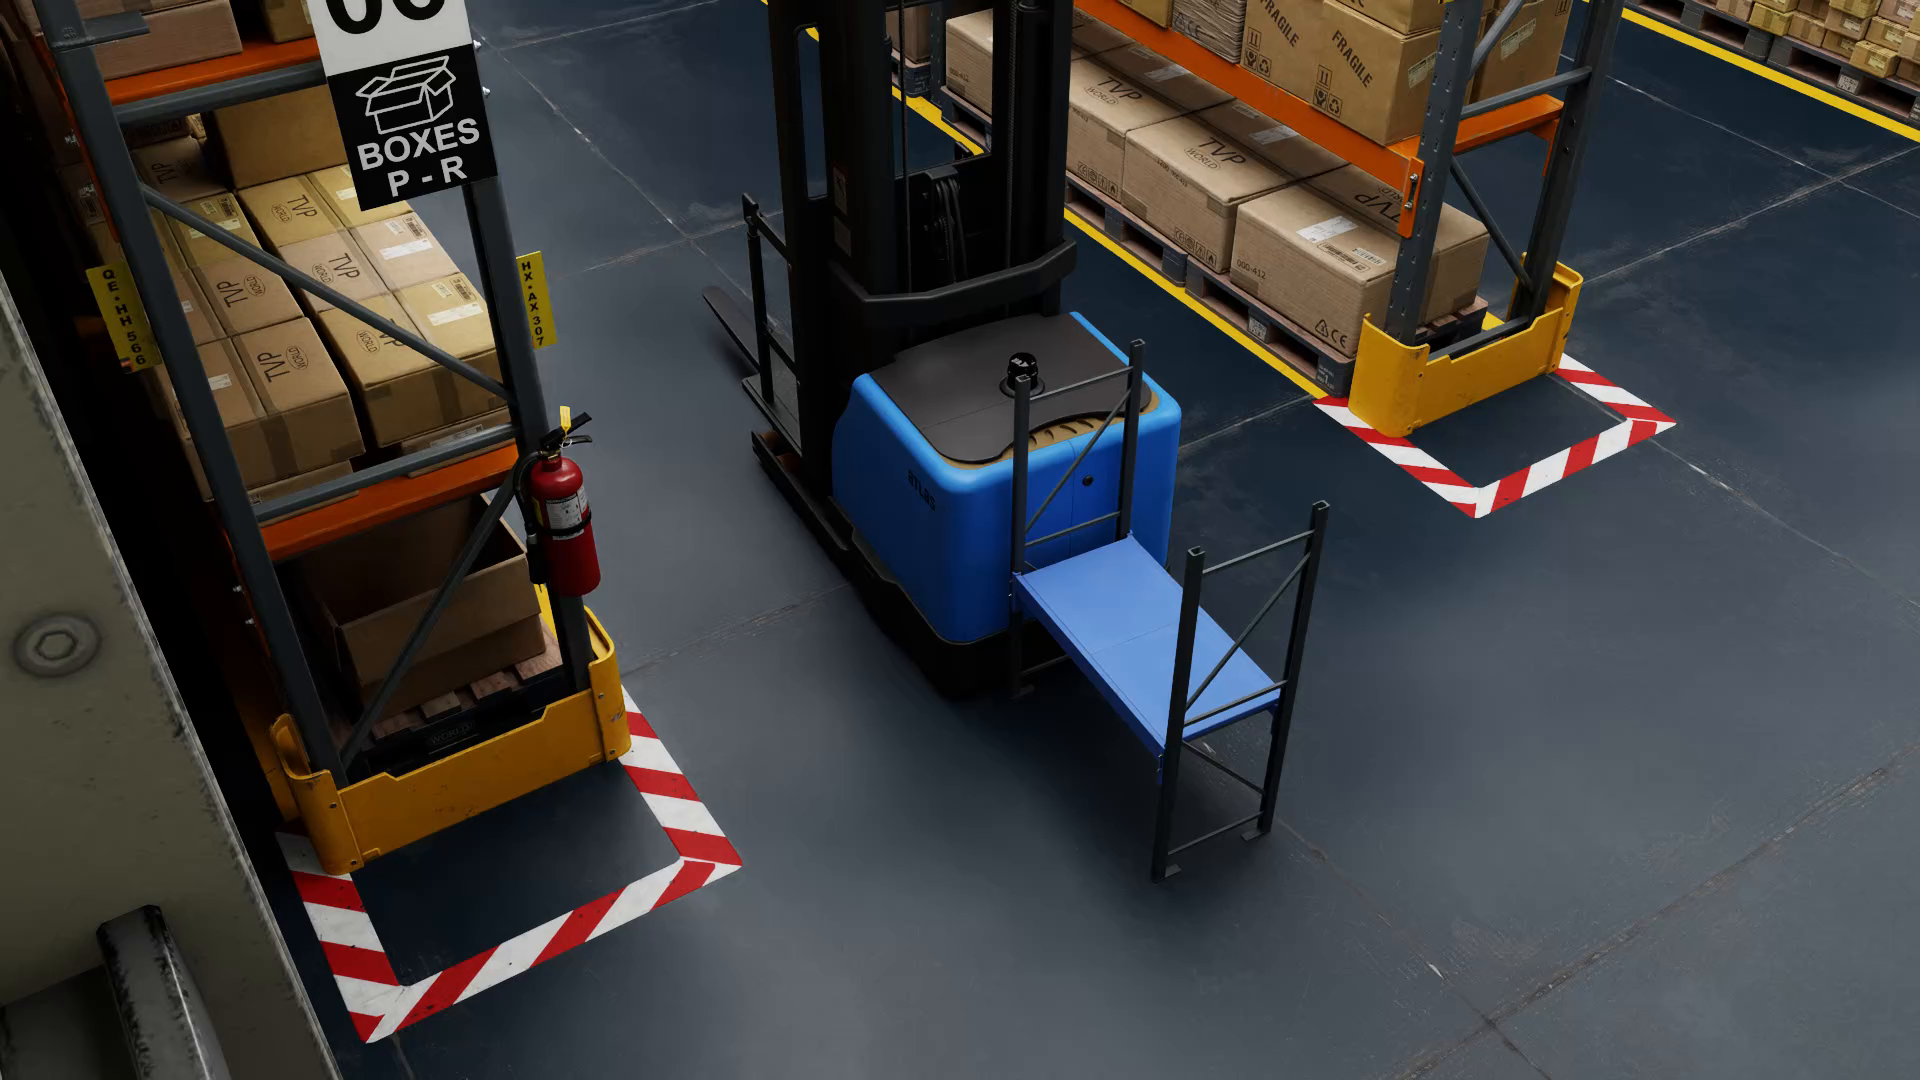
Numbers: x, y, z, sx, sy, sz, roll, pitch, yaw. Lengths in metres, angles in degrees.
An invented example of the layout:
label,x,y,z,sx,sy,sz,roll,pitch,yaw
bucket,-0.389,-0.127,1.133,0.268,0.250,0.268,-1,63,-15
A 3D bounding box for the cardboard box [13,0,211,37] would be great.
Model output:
label,x,y,z,sx,sy,sz,roll,pitch,yaw
cardboard box,-2.236,-1.566,4.328,0.500,0.250,0.500,-23,45,-25

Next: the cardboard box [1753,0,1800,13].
label,x,y,z,sx,sy,sz,roll,pitch,yaw
cardboard box,5.441,-3.602,10.896,0.380,0.149,0.250,-22,44,-24

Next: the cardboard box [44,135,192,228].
label,x,y,z,sx,sy,sz,roll,pitch,yaw
cardboard box,-3.328,-1.519,6.614,0.500,0.250,0.500,-21,44,-23

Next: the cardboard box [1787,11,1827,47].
label,x,y,z,sx,sy,sz,roll,pitch,yaw
cardboard box,5.640,-3.363,10.842,0.380,0.149,0.250,-22,44,-24

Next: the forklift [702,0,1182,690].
label,x,y,z,sx,sy,sz,roll,pitch,yaw
forklift,-0.297,-1.479,6.735,1.130,2.935,3.031,-19,43,-21

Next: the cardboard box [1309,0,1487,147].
label,x,y,z,sx,sy,sz,roll,pitch,yaw
cardboard box,1.934,-2.129,7.384,0.500,0.500,0.500,-22,45,-24

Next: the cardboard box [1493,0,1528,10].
label,x,y,z,sx,sy,sz,roll,pitch,yaw
cardboard box,2.398,-2.701,7.289,0.500,0.500,0.500,-23,45,-25

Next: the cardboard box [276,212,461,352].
label,x,y,z,sx,sy,sz,roll,pitch,yaw
cardboard box,-2.055,-0.877,5.844,0.500,0.250,0.500,-22,44,-24

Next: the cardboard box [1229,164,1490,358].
label,x,y,z,sx,sy,sz,roll,pitch,yaw
cardboard box,1.977,-1.420,8.285,0.875,0.438,0.875,-24,45,-26

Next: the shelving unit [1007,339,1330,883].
label,x,y,z,sx,sy,sz,roll,pitch,yaw
shelving unit,0.652,0.252,5.775,0.538,1.500,1.048,-19,43,-21

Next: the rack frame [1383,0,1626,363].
label,x,y,z,sx,sy,sz,roll,pitch,yaw
rack frame,2.416,-1.922,7.213,1.000,3.000,0.127,-22,45,-24

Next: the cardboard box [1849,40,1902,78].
label,x,y,z,sx,sy,sz,roll,pitch,yaw
cardboard box,5.853,-3.062,10.481,0.380,0.149,0.250,-21,44,-23

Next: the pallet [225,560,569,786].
label,x,y,z,sx,sy,sz,roll,pitch,yaw
pallet,-2.237,0.389,6.618,1.003,0.211,1.213,-22,45,-24

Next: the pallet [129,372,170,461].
label,x,y,z,sx,sy,sz,roll,pitch,yaw
pallet,-3.549,-0.928,8.198,1.003,0.211,1.213,-22,45,-24

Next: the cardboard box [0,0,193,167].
label,x,y,z,sx,sy,sz,roll,pitch,yaw
cardboard box,-3.341,-1.819,6.389,0.500,0.500,0.500,-23,45,-26

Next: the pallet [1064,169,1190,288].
label,x,y,z,sx,sy,sz,roll,pitch,yaw
pallet,1.268,-1.913,9.381,1.003,0.211,1.213,-22,45,-24

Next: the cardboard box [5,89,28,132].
label,x,y,z,sx,sy,sz,roll,pitch,yaw
cardboard box,-4.803,-2.317,8.805,0.380,0.149,0.250,-24,46,-26

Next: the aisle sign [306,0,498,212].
label,x,y,z,sx,sy,sz,roll,pitch,yaw
aisle sign,-1.483,-1.274,4.405,0.394,0.787,0.004,-22,45,-24

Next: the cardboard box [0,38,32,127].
label,x,y,z,sx,sy,sz,roll,pitch,yaw
cardboard box,-3.879,-2.066,7.271,0.500,0.250,0.500,-23,45,-25

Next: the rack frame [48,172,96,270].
label,x,y,z,sx,sy,sz,roll,pitch,yaw
rack frame,-3.918,-2.370,7.751,1.000,3.000,0.127,-22,45,-24

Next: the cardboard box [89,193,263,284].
label,x,y,z,sx,sy,sz,roll,pitch,yaw
cardboard box,-2.777,-0.972,5.958,0.500,0.250,0.500,-21,44,-23

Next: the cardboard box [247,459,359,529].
label,x,y,z,sx,sy,sz,roll,pitch,yaw
cardboard box,-2.171,-0.201,5.344,0.380,0.149,0.250,-23,45,-25

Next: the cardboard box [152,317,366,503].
label,x,y,z,sx,sy,sz,roll,pitch,yaw
cardboard box,-2.238,-0.425,5.301,0.500,0.250,0.500,-21,44,-23

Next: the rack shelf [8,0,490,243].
label,x,y,z,sx,sy,sz,roll,pitch,yaw
rack shelf,-2.842,-2.166,5.726,1.077,0.370,4.000,-22,45,-24

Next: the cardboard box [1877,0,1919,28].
label,x,y,z,sx,sy,sz,roll,pitch,yaw
cardboard box,5.950,-3.329,10.336,0.380,0.149,0.250,-21,44,-24

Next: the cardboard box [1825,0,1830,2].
label,x,y,z,sx,sy,sz,roll,pitch,yaw
cardboard box,5.618,-3.586,10.645,0.380,0.149,0.250,-24,45,-26

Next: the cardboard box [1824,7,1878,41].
label,x,y,z,sx,sy,sz,roll,pitch,yaw
cardboard box,5.730,-3.327,10.566,0.380,0.149,0.250,-24,45,-26

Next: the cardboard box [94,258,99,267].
label,x,y,z,sx,sy,sz,roll,pitch,yaw
cardboard box,-3.043,-1.015,6.321,0.380,0.149,0.250,-22,45,-25

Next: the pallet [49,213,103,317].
label,x,y,z,sx,sy,sz,roll,pitch,yaw
pallet,-4.387,-1.725,9.155,1.003,0.211,1.213,-22,45,-24

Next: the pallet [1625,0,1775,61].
label,x,y,z,sx,sy,sz,roll,pitch,yaw
pallet,5.436,-3.758,11.595,1.003,0.211,1.213,-22,45,-24

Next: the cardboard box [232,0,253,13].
label,x,y,z,sx,sy,sz,roll,pitch,yaw
cardboard box,-1.905,-1.651,4.742,0.380,0.149,0.250,-21,44,-24

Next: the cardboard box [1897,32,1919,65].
label,x,y,z,sx,sy,sz,roll,pitch,yaw
cardboard box,6.011,-3.047,10.230,0.380,0.149,0.250,-23,45,-25

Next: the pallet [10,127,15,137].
label,x,y,z,sx,sy,sz,roll,pitch,yaw
pallet,-5.699,-3.042,10.735,1.003,0.211,1.213,-22,45,-24

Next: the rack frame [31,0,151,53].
label,x,y,z,sx,sy,sz,roll,pitch,yaw
rack frame,-1.767,-2.516,3.240,1.000,3.000,0.127,-22,45,-24

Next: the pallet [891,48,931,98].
label,x,y,z,sx,sy,sz,roll,pitch,yaw
pallet,-0.213,-3.400,11.165,1.003,0.211,1.213,-22,45,-24

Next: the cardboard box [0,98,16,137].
label,x,y,z,sx,sy,sz,roll,pitch,yaw
cardboard box,-5.259,-2.575,9.622,0.500,0.500,0.500,-24,45,-26

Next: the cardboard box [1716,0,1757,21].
label,x,y,z,sx,sy,sz,roll,pitch,yaw
cardboard box,5.320,-3.634,11.167,0.380,0.149,0.250,-21,44,-24

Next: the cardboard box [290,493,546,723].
label,x,y,z,sx,sy,sz,roll,pitch,yaw
cardboard box,-2.016,0.224,6.260,0.797,0.503,0.637,-24,45,-26

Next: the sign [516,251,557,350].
label,x,y,z,sx,sy,sz,roll,pitch,yaw
sign,-1.310,-0.730,5.107,0.100,0.325,0.005,-22,45,-24

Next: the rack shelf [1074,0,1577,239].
label,x,y,z,sx,sy,sz,roll,pitch,yaw
rack shelf,1.341,-2.725,8.739,1.077,0.370,4.000,-22,45,-24

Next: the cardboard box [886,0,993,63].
label,x,y,z,sx,sy,sz,roll,pitch,yaw
cardboard box,-0.136,-3.733,10.718,0.875,0.875,0.875,-21,44,-23

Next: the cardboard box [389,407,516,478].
label,x,y,z,sx,sy,sz,roll,pitch,yaw
cardboard box,-1.712,-0.386,5.567,0.380,0.149,0.250,-23,45,-25

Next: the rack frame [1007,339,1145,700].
label,x,y,z,sx,sy,sz,roll,pitch,yaw
rack frame,0.411,-0.034,6.119,0.500,1.500,0.032,-19,43,-21

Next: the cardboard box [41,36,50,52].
label,x,y,z,sx,sy,sz,roll,pitch,yaw
cardboard box,-2.328,-1.481,4.538,0.380,0.149,0.250,-21,44,-24

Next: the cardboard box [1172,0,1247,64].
label,x,y,z,sx,sy,sz,roll,pitch,yaw
cardboard box,1.392,-2.680,8.044,0.500,0.500,0.500,-21,44,-23

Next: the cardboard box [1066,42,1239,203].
label,x,y,z,sx,sy,sz,roll,pitch,yaw
cardboard box,0.994,-2.399,9.459,0.875,0.438,0.875,-24,45,-26

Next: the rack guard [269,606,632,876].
label,x,y,z,sx,sy,sz,roll,pitch,yaw
rack guard,-1.808,0.708,6.009,1.175,0.500,0.348,-22,45,-24

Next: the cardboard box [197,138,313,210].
label,x,y,z,sx,sy,sz,roll,pitch,yaw
cardboard box,-2.623,-1.418,6.494,0.500,0.250,0.500,-23,45,-25

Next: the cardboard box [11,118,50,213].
label,x,y,z,sx,sy,sz,roll,pitch,yaw
cardboard box,-4.691,-2.005,8.938,0.500,0.500,0.500,-24,45,-26
